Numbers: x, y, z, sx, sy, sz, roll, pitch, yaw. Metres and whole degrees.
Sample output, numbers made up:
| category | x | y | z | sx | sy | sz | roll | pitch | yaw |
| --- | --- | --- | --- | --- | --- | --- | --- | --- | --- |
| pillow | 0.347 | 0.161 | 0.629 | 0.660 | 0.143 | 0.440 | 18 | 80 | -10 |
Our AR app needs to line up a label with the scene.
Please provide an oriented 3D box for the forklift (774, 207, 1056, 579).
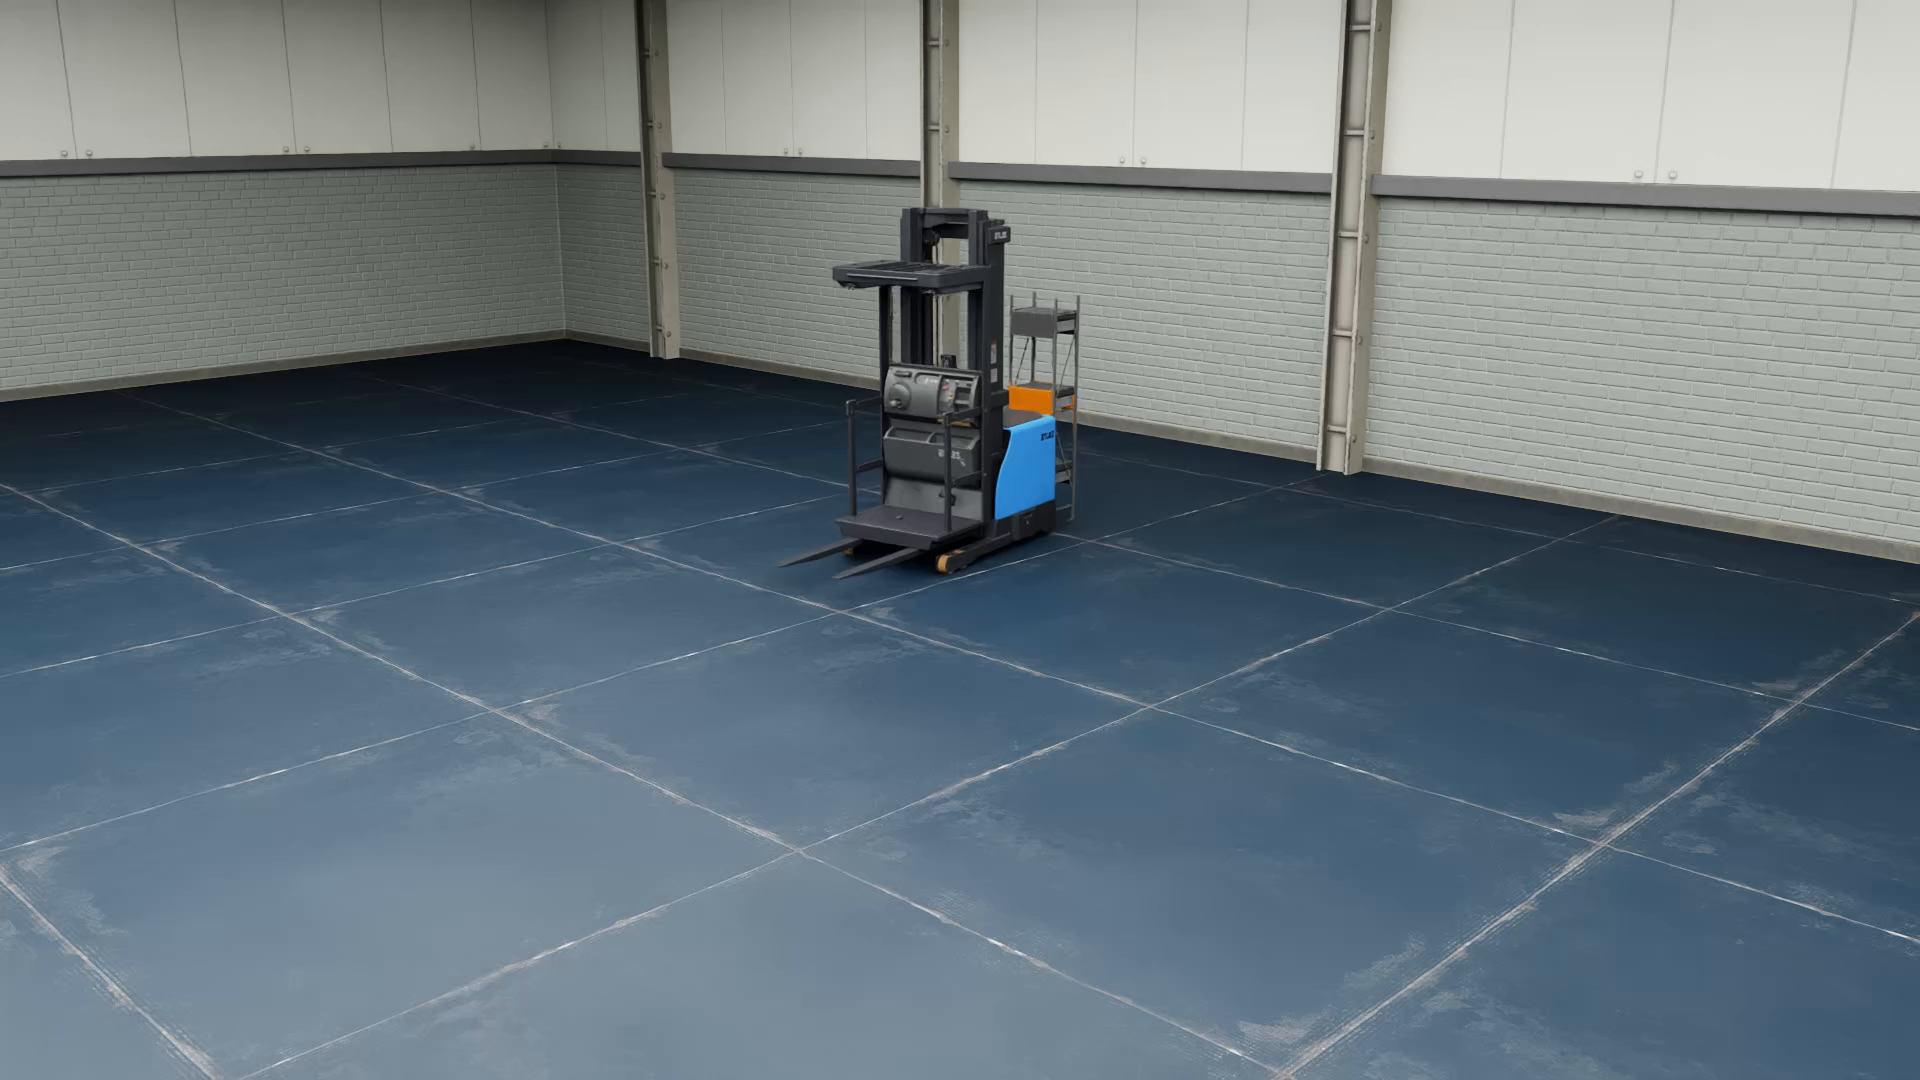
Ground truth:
| category | x | y | z | sx | sy | sz | roll | pitch | yaw |
| --- | --- | --- | --- | --- | --- | --- | --- | --- | --- |
| forklift | -0.363 | -1.267 | 13.982 | 1.130 | 2.935 | 3.031 | 10 | 17 | 33 |

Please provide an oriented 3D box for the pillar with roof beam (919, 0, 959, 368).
| category | x | y | z | sx | sy | sz | roll | pitch | yaw |
| --- | --- | --- | --- | --- | --- | --- | --- | --- | --- |
| pillar with roof beam | -3.245 | -5.371 | 17.697 | 0.400 | 9.000 | 9.100 | 14 | 20 | 42 |

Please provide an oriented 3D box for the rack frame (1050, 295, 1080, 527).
| category | x | y | z | sx | sy | sz | roll | pitch | yaw |
| --- | --- | --- | --- | --- | --- | --- | --- | --- | --- |
| rack frame | 0.962 | -1.181 | 15.288 | 0.015 | 2.100 | 0.400 | 11 | 17 | 36 |

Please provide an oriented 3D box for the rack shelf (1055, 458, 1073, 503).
| category | x | y | z | sx | sy | sz | roll | pitch | yaw |
| --- | --- | --- | --- | --- | --- | --- | --- | --- | --- |
| rack shelf | 0.762 | -0.526 | 15.603 | 0.480 | 0.518 | 0.431 | 11 | 17 | 36 |

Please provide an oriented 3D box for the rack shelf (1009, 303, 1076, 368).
| category | x | y | z | sx | sy | sz | roll | pitch | yaw |
| --- | --- | --- | --- | --- | --- | --- | --- | --- | --- |
| rack shelf | 0.773 | -1.884 | 15.264 | 0.480 | 0.518 | 0.431 | 11 | 17 | 36 |

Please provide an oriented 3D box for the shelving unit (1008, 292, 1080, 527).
| category | x | y | z | sx | sy | sz | roll | pitch | yaw |
| --- | --- | --- | --- | --- | --- | --- | --- | --- | --- |
| shelving unit | 0.767 | -1.218 | 15.430 | 0.503 | 2.100 | 0.431 | 11 | 17 | 36 |

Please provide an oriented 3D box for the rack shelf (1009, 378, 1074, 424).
| category | x | y | z | sx | sy | sz | roll | pitch | yaw |
| --- | --- | --- | --- | --- | --- | --- | --- | --- | --- |
| rack shelf | 0.767 | -1.205 | 15.434 | 0.480 | 0.518 | 0.431 | 11 | 17 | 36 |

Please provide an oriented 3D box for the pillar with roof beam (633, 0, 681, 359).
| category | x | y | z | sx | sy | sz | roll | pitch | yaw |
| --- | --- | --- | --- | --- | --- | --- | --- | --- | --- |
| pillar with roof beam | -7.565 | -6.421 | 21.727 | 0.400 | 9.000 | 9.100 | 14 | 20 | 42 |

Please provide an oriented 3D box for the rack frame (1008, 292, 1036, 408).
| category | x | y | z | sx | sy | sz | roll | pitch | yaw |
| --- | --- | --- | --- | --- | --- | --- | --- | --- | --- |
| rack frame | 0.573 | -1.255 | 15.573 | 0.015 | 2.100 | 0.400 | 11 | 17 | 36 |

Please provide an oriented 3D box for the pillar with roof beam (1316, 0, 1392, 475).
| category | x | y | z | sx | sy | sz | roll | pitch | yaw |
| --- | --- | --- | --- | --- | --- | --- | --- | --- | --- |
| pillar with roof beam | 1.074 | -4.321 | 13.667 | 0.400 | 9.000 | 9.100 | 14 | 20 | 42 |
